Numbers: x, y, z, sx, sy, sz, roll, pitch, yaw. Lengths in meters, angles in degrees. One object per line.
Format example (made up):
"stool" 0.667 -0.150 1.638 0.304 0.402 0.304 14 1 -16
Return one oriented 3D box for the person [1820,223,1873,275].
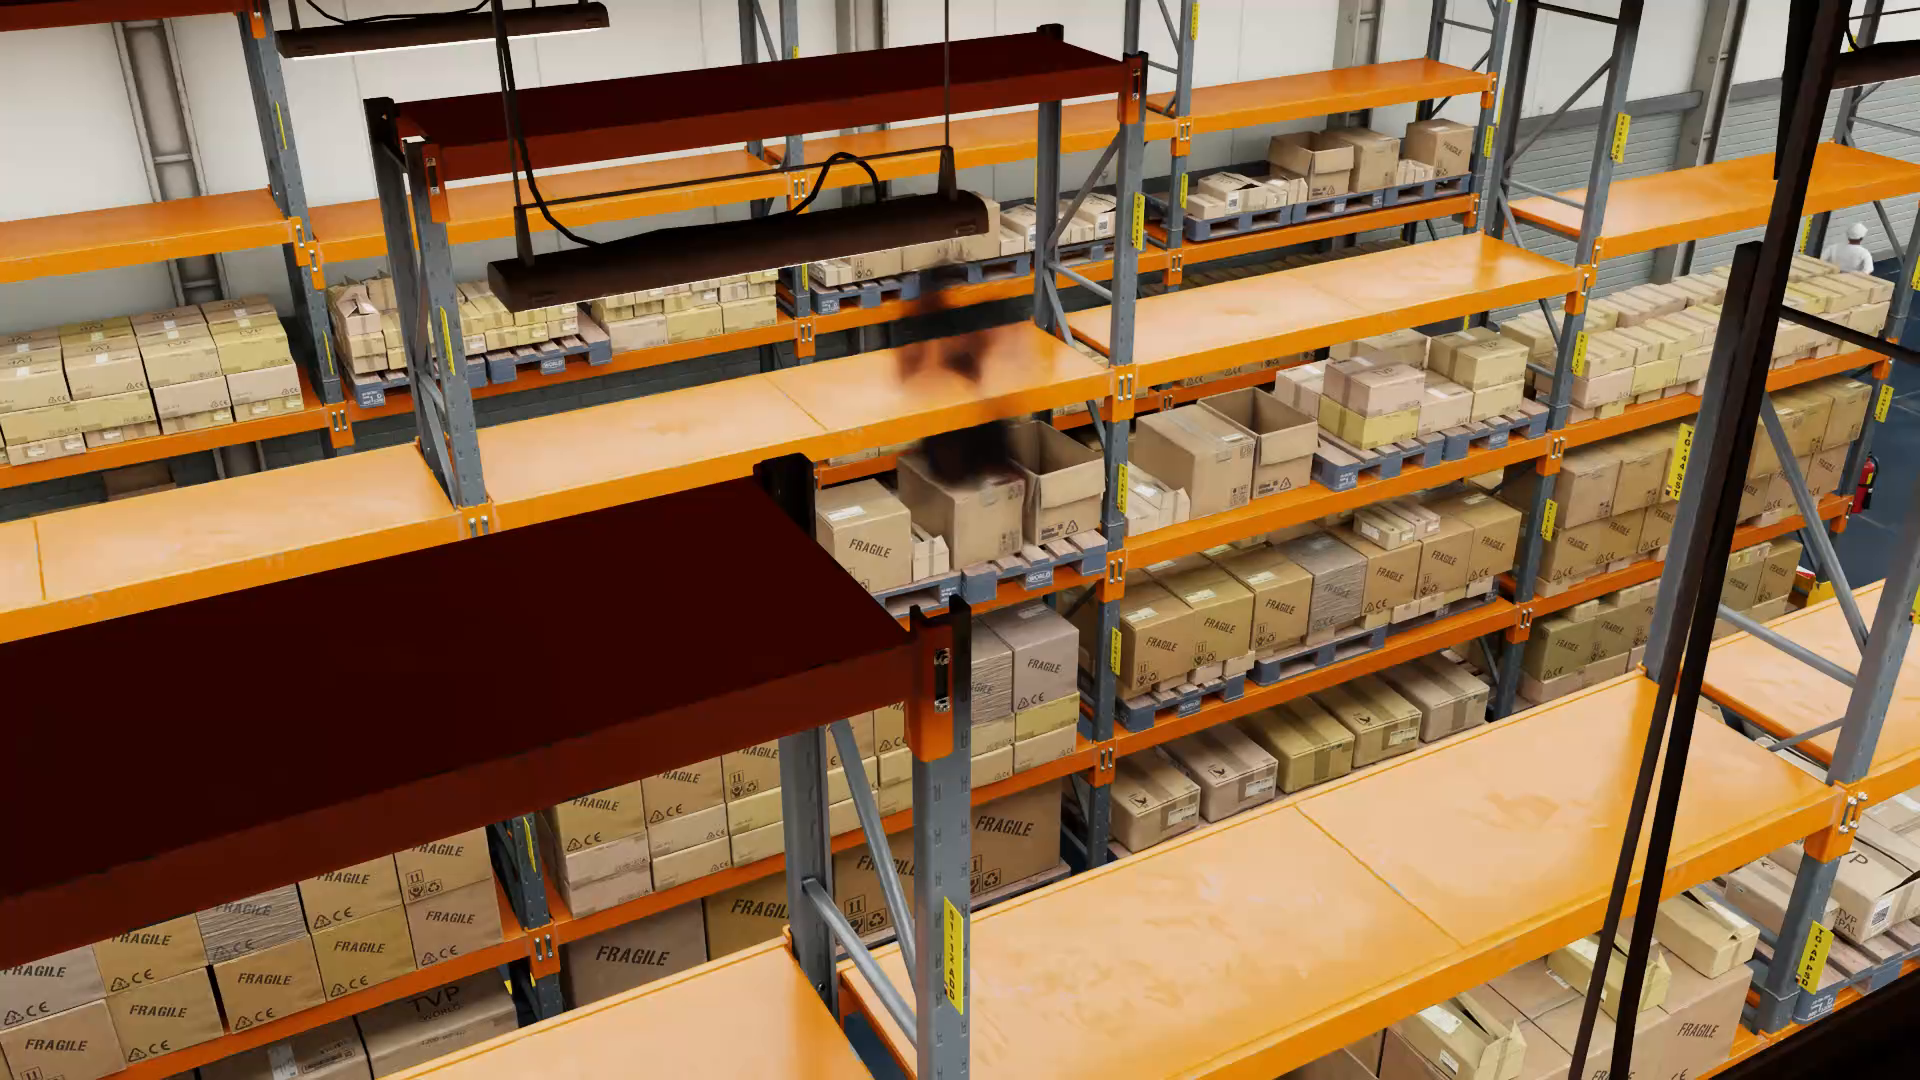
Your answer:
"person" 11.251 -3.204 21.194 0.606 1.718 0.698 -22 35 -35
